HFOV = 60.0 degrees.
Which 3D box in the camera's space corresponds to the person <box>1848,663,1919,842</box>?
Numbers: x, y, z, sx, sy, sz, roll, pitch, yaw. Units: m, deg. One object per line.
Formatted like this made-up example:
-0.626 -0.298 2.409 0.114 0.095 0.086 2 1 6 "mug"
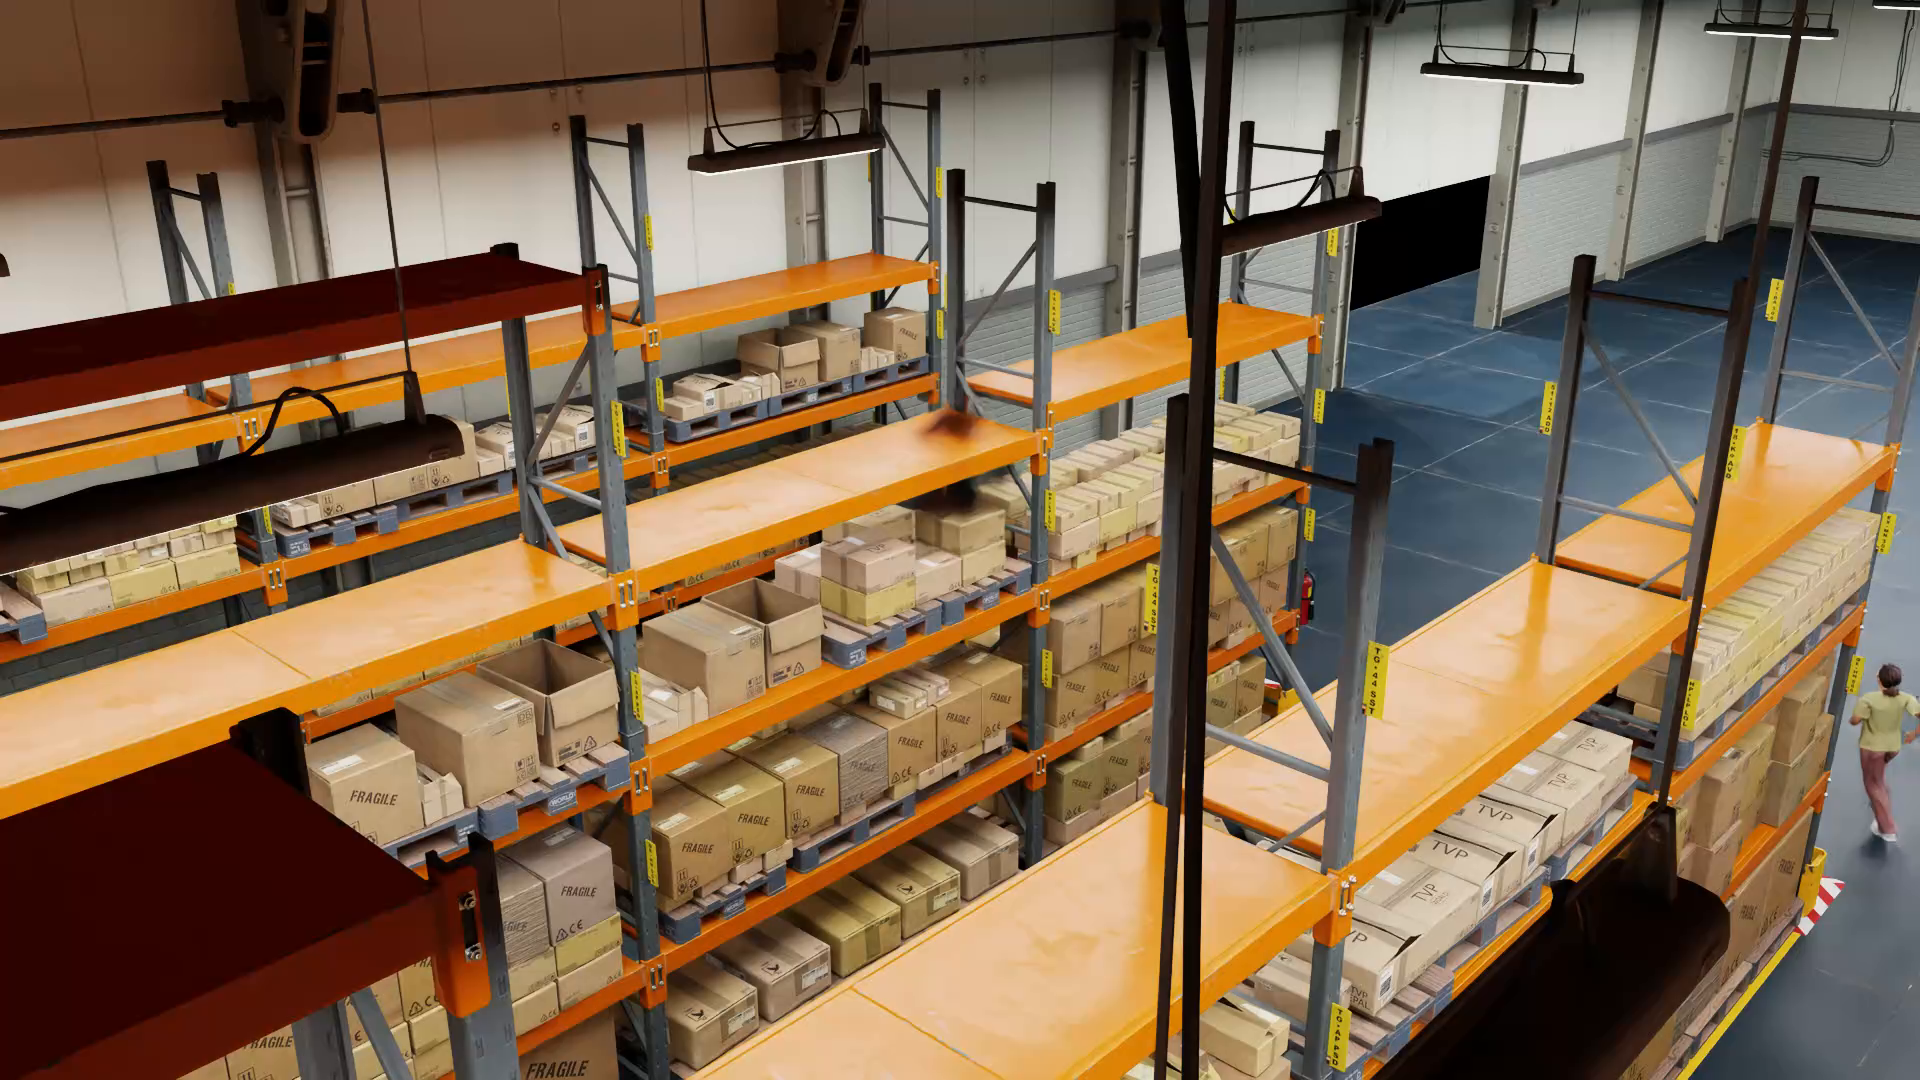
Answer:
8.212 1.888 14.887 0.568 1.680 0.641 -1 21 -2 "person"
